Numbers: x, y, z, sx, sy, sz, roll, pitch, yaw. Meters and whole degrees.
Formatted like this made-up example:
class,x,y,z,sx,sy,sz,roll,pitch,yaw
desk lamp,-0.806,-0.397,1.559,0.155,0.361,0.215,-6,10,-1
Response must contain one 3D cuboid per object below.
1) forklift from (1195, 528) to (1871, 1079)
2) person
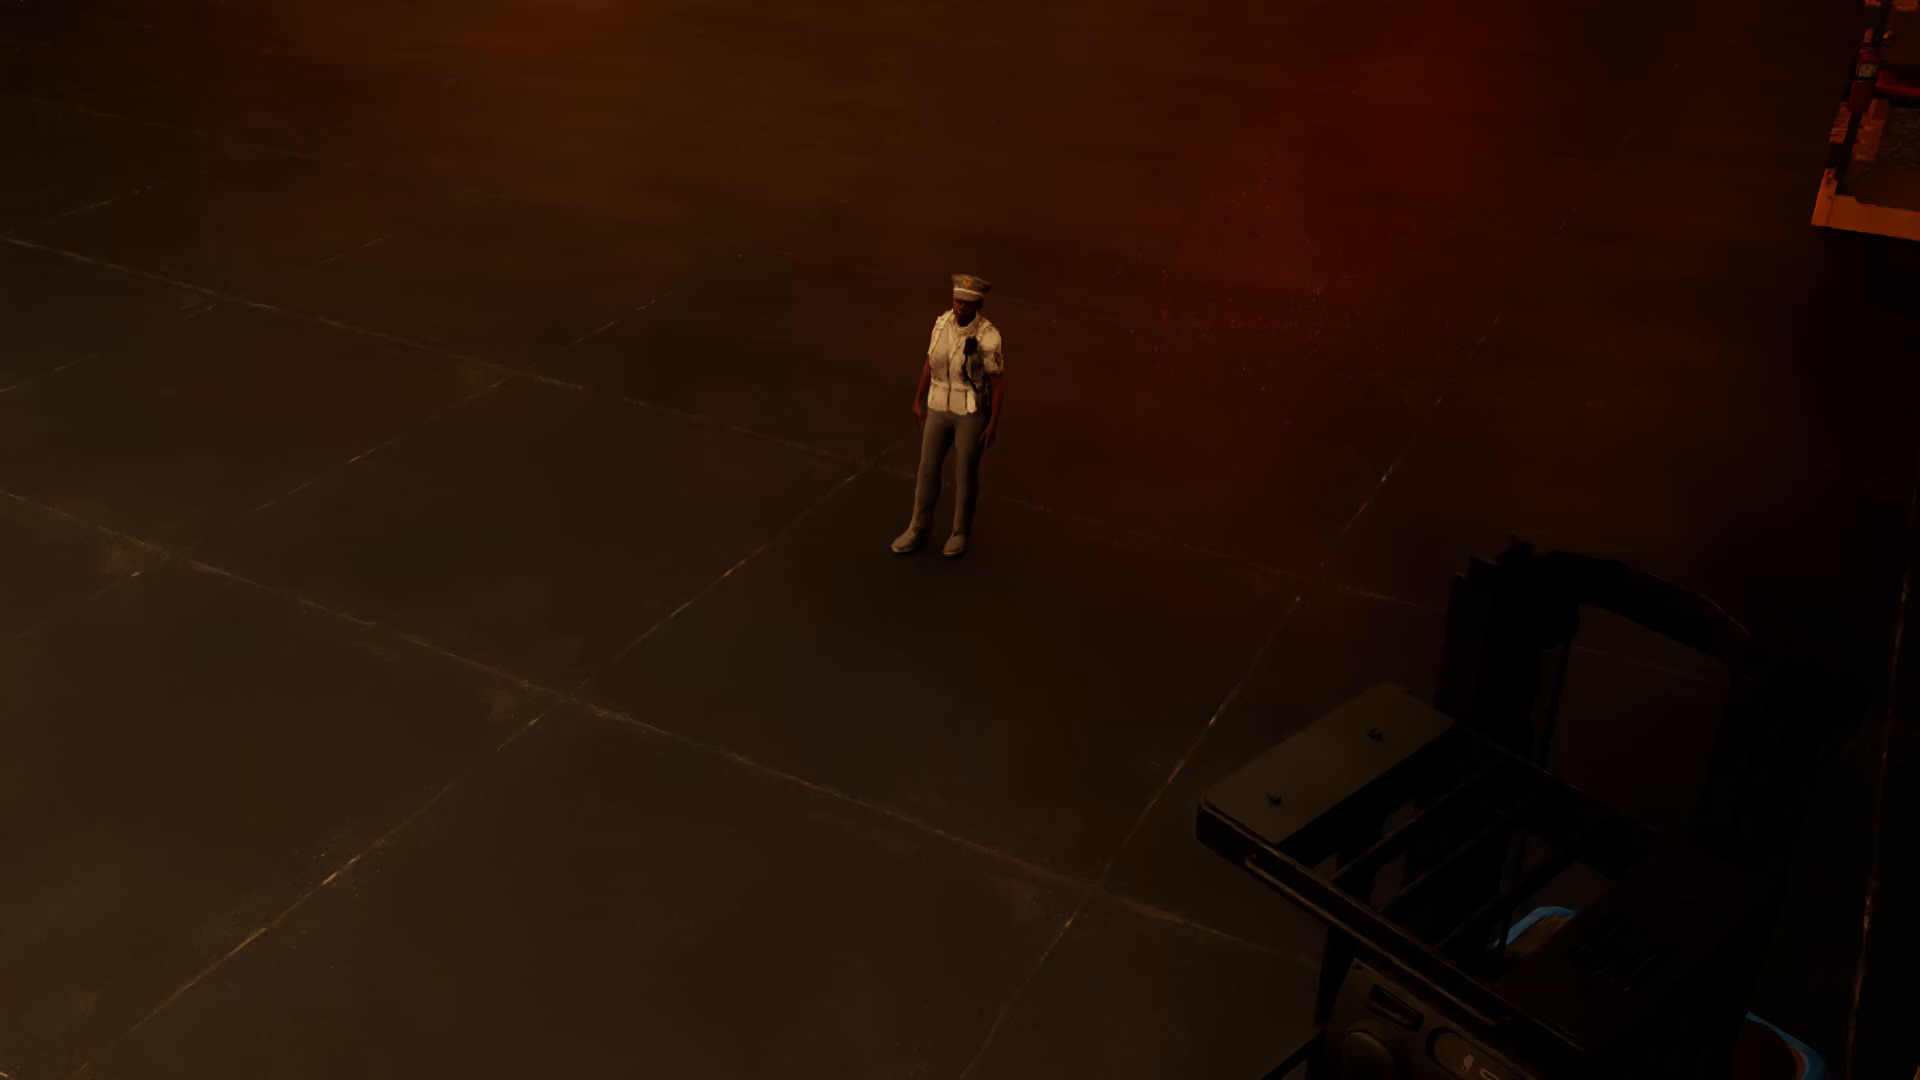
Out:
class,x,y,z,sx,sy,sz,roll,pitch,yaw
forklift,1.249,1.555,4.376,3.031,2.935,1.130,-24,37,-35
person,-0.053,-0.713,9.527,0.570,1.695,0.529,15,33,25
